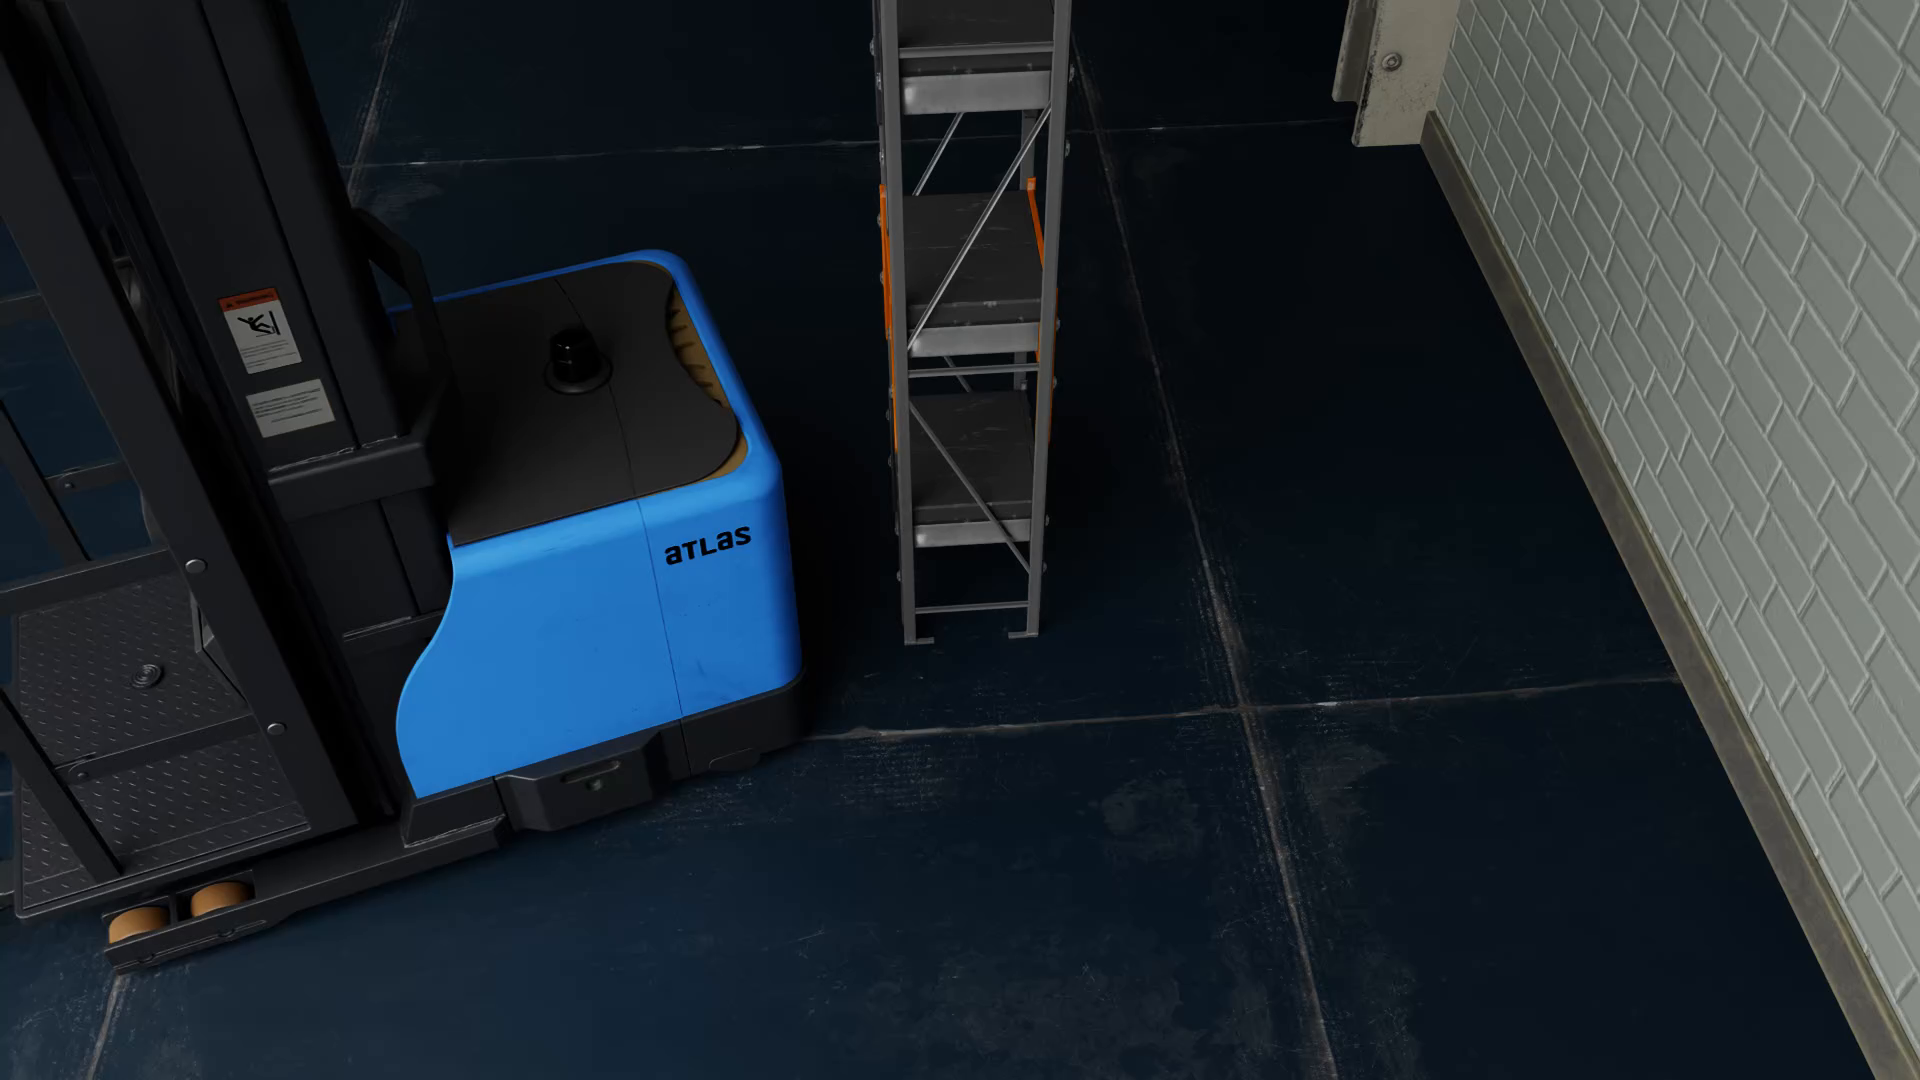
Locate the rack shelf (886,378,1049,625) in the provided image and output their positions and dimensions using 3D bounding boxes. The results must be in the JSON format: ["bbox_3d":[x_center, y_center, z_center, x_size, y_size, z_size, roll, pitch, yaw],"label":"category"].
[{"bbox_3d":[0.014,-0.112,4.892,0.431,0.518,0.480,-3,47,-3],"label":"rack shelf"}]

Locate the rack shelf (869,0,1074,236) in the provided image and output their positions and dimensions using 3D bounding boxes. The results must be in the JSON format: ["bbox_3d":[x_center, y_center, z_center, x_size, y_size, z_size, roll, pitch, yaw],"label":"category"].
[{"bbox_3d":[0.014,-1.074,3.876,0.431,0.518,0.480,-3,47,-3],"label":"rack shelf"}]

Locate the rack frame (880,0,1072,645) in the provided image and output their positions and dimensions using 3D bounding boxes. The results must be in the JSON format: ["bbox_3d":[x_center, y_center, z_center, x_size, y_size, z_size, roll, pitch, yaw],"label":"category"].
[{"bbox_3d":[0.034,-0.426,4.207,0.400,2.100,0.015,-3,47,-3],"label":"rack frame"}]

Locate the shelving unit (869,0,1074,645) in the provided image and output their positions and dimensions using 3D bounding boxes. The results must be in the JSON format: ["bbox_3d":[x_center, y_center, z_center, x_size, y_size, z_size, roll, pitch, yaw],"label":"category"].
[{"bbox_3d":[0.014,-0.602,4.374,0.431,2.100,0.503,-3,47,-3],"label":"shelving unit"}]

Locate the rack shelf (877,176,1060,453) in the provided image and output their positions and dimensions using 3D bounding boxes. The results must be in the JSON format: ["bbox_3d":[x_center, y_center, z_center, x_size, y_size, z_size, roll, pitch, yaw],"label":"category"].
[{"bbox_3d":[0.014,-0.593,4.384,0.431,0.518,0.480,-3,47,-3],"label":"rack shelf"}]

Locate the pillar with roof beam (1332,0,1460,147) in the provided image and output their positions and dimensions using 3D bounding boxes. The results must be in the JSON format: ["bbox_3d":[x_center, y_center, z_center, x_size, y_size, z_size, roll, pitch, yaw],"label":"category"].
[{"bbox_3d":[-2.548,-4.586,3.395,9.100,9.000,0.400,-3,47,-3],"label":"pillar with roof beam"}]

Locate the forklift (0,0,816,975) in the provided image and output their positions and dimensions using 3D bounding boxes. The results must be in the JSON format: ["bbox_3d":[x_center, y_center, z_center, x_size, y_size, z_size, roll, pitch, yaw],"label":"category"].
[{"bbox_3d":[-1.974,-0.364,3.576,3.031,2.935,1.130,-16,49,-15],"label":"forklift"}]

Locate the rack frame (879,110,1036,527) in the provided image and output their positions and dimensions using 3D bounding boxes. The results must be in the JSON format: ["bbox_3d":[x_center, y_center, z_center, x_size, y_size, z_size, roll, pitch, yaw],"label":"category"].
[{"bbox_3d":[-0.007,-0.779,4.541,0.400,2.100,0.015,-3,47,-3],"label":"rack frame"}]
